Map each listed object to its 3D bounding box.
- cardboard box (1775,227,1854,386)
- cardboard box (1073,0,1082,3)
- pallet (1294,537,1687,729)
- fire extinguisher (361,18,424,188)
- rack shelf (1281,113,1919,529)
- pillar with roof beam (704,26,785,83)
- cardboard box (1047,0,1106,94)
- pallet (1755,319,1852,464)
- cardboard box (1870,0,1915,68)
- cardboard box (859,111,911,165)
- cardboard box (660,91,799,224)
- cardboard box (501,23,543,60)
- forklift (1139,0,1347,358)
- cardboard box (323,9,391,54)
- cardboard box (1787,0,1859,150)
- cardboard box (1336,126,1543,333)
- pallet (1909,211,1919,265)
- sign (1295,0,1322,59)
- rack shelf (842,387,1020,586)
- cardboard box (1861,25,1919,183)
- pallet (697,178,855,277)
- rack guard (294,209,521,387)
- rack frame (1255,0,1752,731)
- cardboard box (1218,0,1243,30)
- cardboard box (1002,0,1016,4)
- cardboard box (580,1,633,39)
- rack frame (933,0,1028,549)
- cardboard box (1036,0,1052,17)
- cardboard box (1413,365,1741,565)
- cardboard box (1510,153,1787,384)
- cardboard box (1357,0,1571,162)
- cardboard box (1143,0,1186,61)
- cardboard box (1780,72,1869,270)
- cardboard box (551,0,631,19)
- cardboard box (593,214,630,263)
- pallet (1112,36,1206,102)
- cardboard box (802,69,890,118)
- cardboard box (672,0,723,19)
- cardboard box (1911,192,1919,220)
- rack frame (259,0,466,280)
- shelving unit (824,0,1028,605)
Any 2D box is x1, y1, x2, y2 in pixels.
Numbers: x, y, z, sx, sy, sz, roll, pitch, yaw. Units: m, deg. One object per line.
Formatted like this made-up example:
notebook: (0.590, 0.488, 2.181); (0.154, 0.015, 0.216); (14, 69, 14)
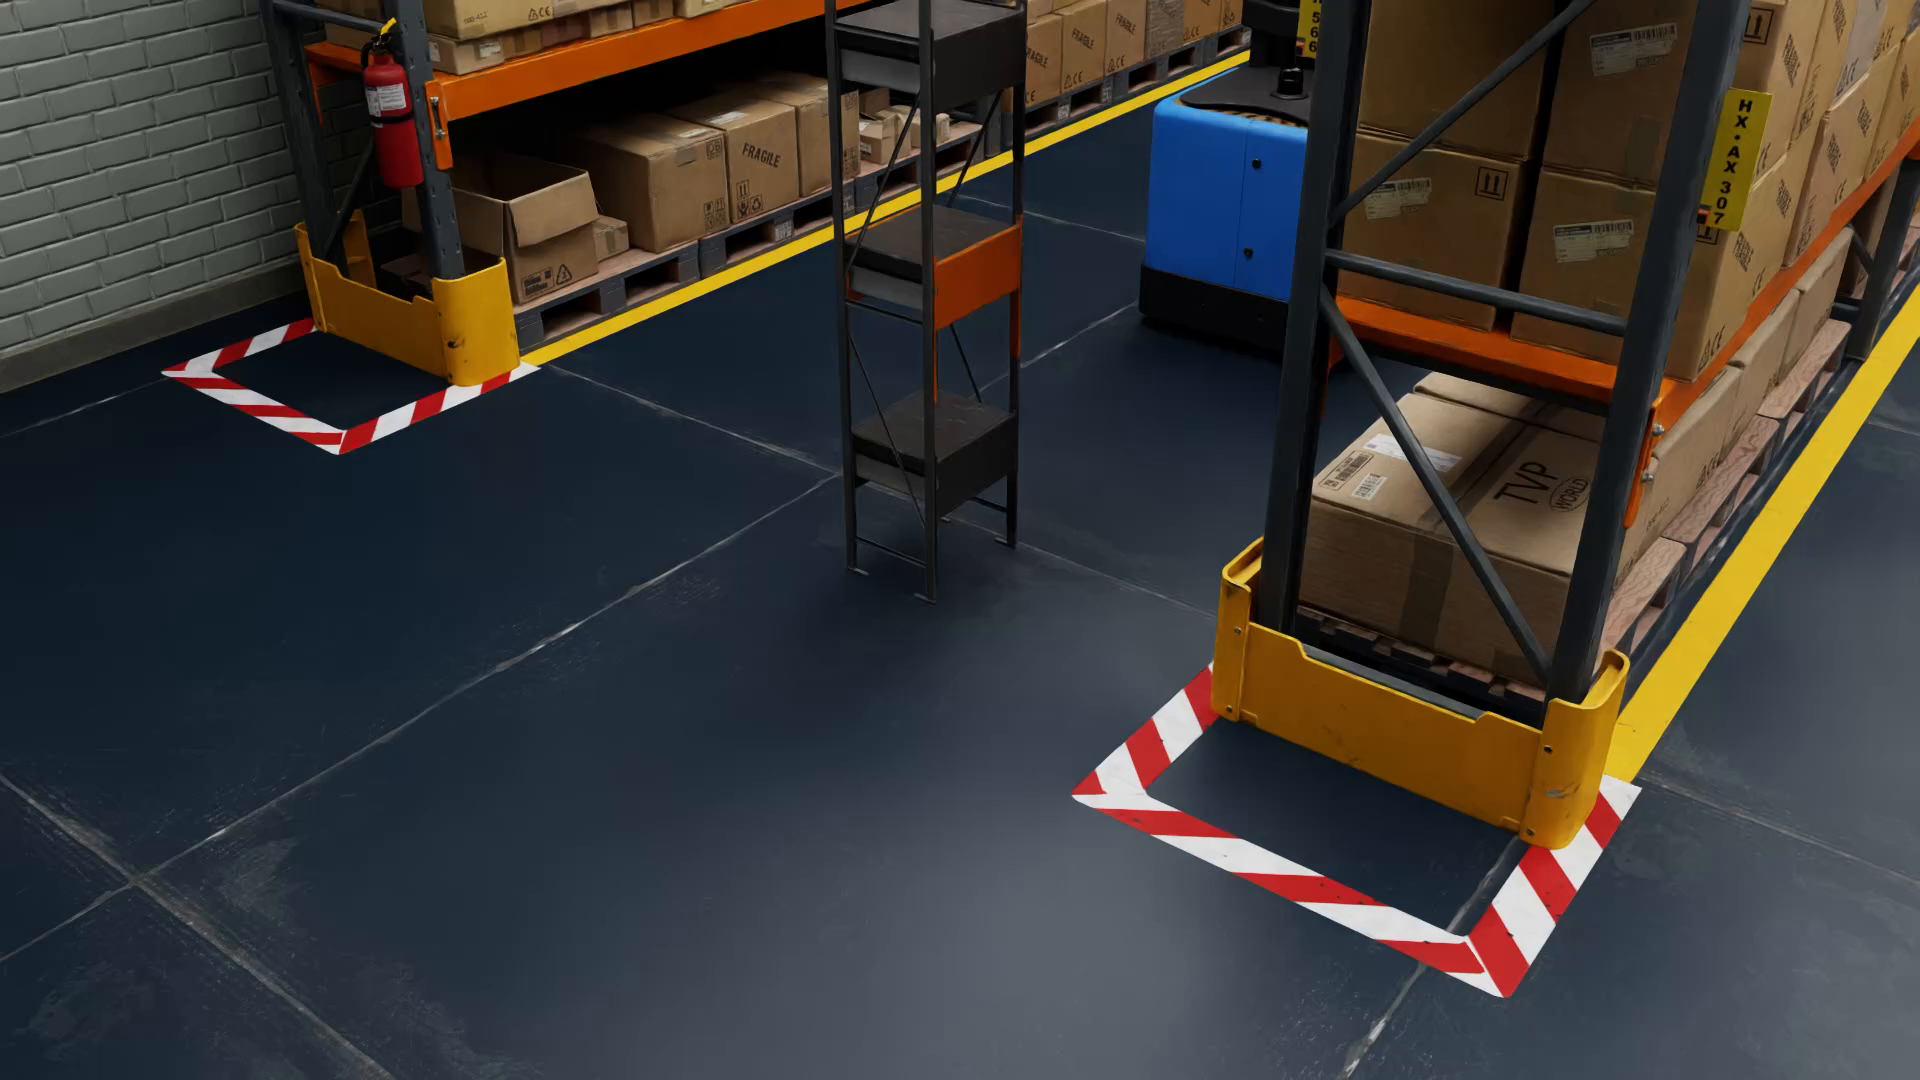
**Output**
cardboard box: (3.312, -1.132, 7.319); (0.875, 0.438, 0.875); (21, 36, 31)
cardboard box: (0.651, -3.610, 10.803); (0.380, 0.149, 0.250); (20, 36, 30)
pallet: (1.782, 0.201, 5.704); (1.003, 0.211, 1.213); (21, 37, 31)
fire extinguisher: (-2.318, -1.780, 6.753); (0.296, 0.674, 0.183); (21, 37, 31)
rack shelf: (2.569, -1.153, 5.959); (1.077, 0.370, 4.000); (21, 37, 31)
pillar with roof beam: (2.110, -5.052, 5.948); (9.100, 9.000, 0.400); (21, 37, 31)
cardboard box: (0.602, -3.254, 10.838); (0.500, 0.500, 0.500); (21, 36, 31)
pallet: (3.255, -0.791, 7.378); (1.003, 0.211, 1.213); (21, 37, 31)
cardboard box: (2.790, -1.857, 5.363); (0.500, 0.500, 0.500); (21, 37, 31)
cardboard box: (-0.501, -2.344, 9.533); (0.396, 0.266, 0.258); (23, 37, 33)
cardboard box: (-1.207, -2.020, 8.757); (0.500, 0.500, 0.500); (22, 37, 32)
cardboard box: (-2.064, -2.235, 7.325); (0.380, 0.149, 0.250); (22, 37, 32)
forklift: (2.127, -2.761, 8.034); (1.130, 2.935, 3.031); (20, 36, 30)
cardboard box: (-2.612, -2.285, 7.410); (0.380, 0.149, 0.250); (21, 36, 31)
cardboard box: (2.185, -1.442, 4.663); (0.500, 0.500, 0.500); (20, 36, 30)
cardboard box: (1.442, -0.970, 4.847); (0.500, 0.500, 0.500); (21, 37, 32)
pallet: (4.918, -1.911, 9.267); (1.003, 0.211, 1.213); (21, 37, 31)
sign: (0.937, -1.422, 4.340); (0.100, 0.325, 0.005); (21, 37, 31)
rack shelf: (-0.100, -0.222, 5.965); (0.431, 0.518, 0.480); (21, 37, 31)
cardboard box: (3.102, -1.632, 5.963); (0.500, 0.500, 0.500); (21, 36, 31)
pallet: (-1.335, -1.825, 9.123); (1.003, 0.211, 1.213); (21, 37, 31)
rack guard: (-2.552, -1.131, 7.669); (1.175, 0.500, 0.348); (21, 37, 31)
rack frame: (1.362, -0.650, 4.404); (1.000, 3.000, 0.127); (21, 37, 31)
cardboard box: (1.837, -4.095, 12.257); (0.500, 0.500, 0.500); (21, 36, 31)
cardboard box: (0.197, -3.397, 10.151); (0.380, 0.149, 0.250); (20, 36, 30)
cardboard box: (-1.732, -2.436, 7.665); (0.380, 0.149, 0.250); (22, 37, 33)
rack frame: (0.047, -0.935, 5.769); (0.400, 2.100, 0.015); (21, 37, 31)
cardboard box: (0.351, -3.386, 10.426); (0.380, 0.149, 0.250); (20, 36, 30)
cardboard box: (2.226, -0.402, 6.087); (0.875, 0.438, 0.875); (22, 37, 33)
cardboard box: (1.880, -0.799, 4.559); (0.500, 0.500, 0.500); (21, 36, 31)
cardboard box: (1.463, -1.392, 4.578); (0.500, 0.500, 0.500); (22, 37, 33)
cardboard box: (1.224, -3.664, 11.531); (0.500, 0.500, 0.500); (20, 36, 30)
cardboard box: (2.485, -1.215, 5.260); (0.500, 0.500, 0.500); (21, 37, 31)
cardboard box: (-1.805, -2.546, 7.459); (0.500, 0.250, 0.500); (22, 37, 32)
cardboard box: (-1.866, -1.510, 8.240); (0.380, 0.149, 0.250); (20, 36, 29)
pallet: (1.013, -3.442, 11.852); (1.003, 0.211, 1.213); (21, 37, 31)
cardboard box: (-0.771, -2.630, 9.971); (0.500, 0.311, 0.500); (23, 37, 33)
cardboard box: (-1.363, -2.625, 7.984); (0.380, 0.149, 0.250); (20, 36, 30)
cardboard box: (4.626, -2.188, 8.673); (0.875, 0.875, 0.875); (22, 37, 33)
rack frame: (-2.598, -2.176, 6.979); (1.000, 3.000, 0.127); (21, 37, 31)
shelving unit: (-0.100, -0.836, 5.601); (0.431, 2.100, 0.503); (21, 37, 31)
